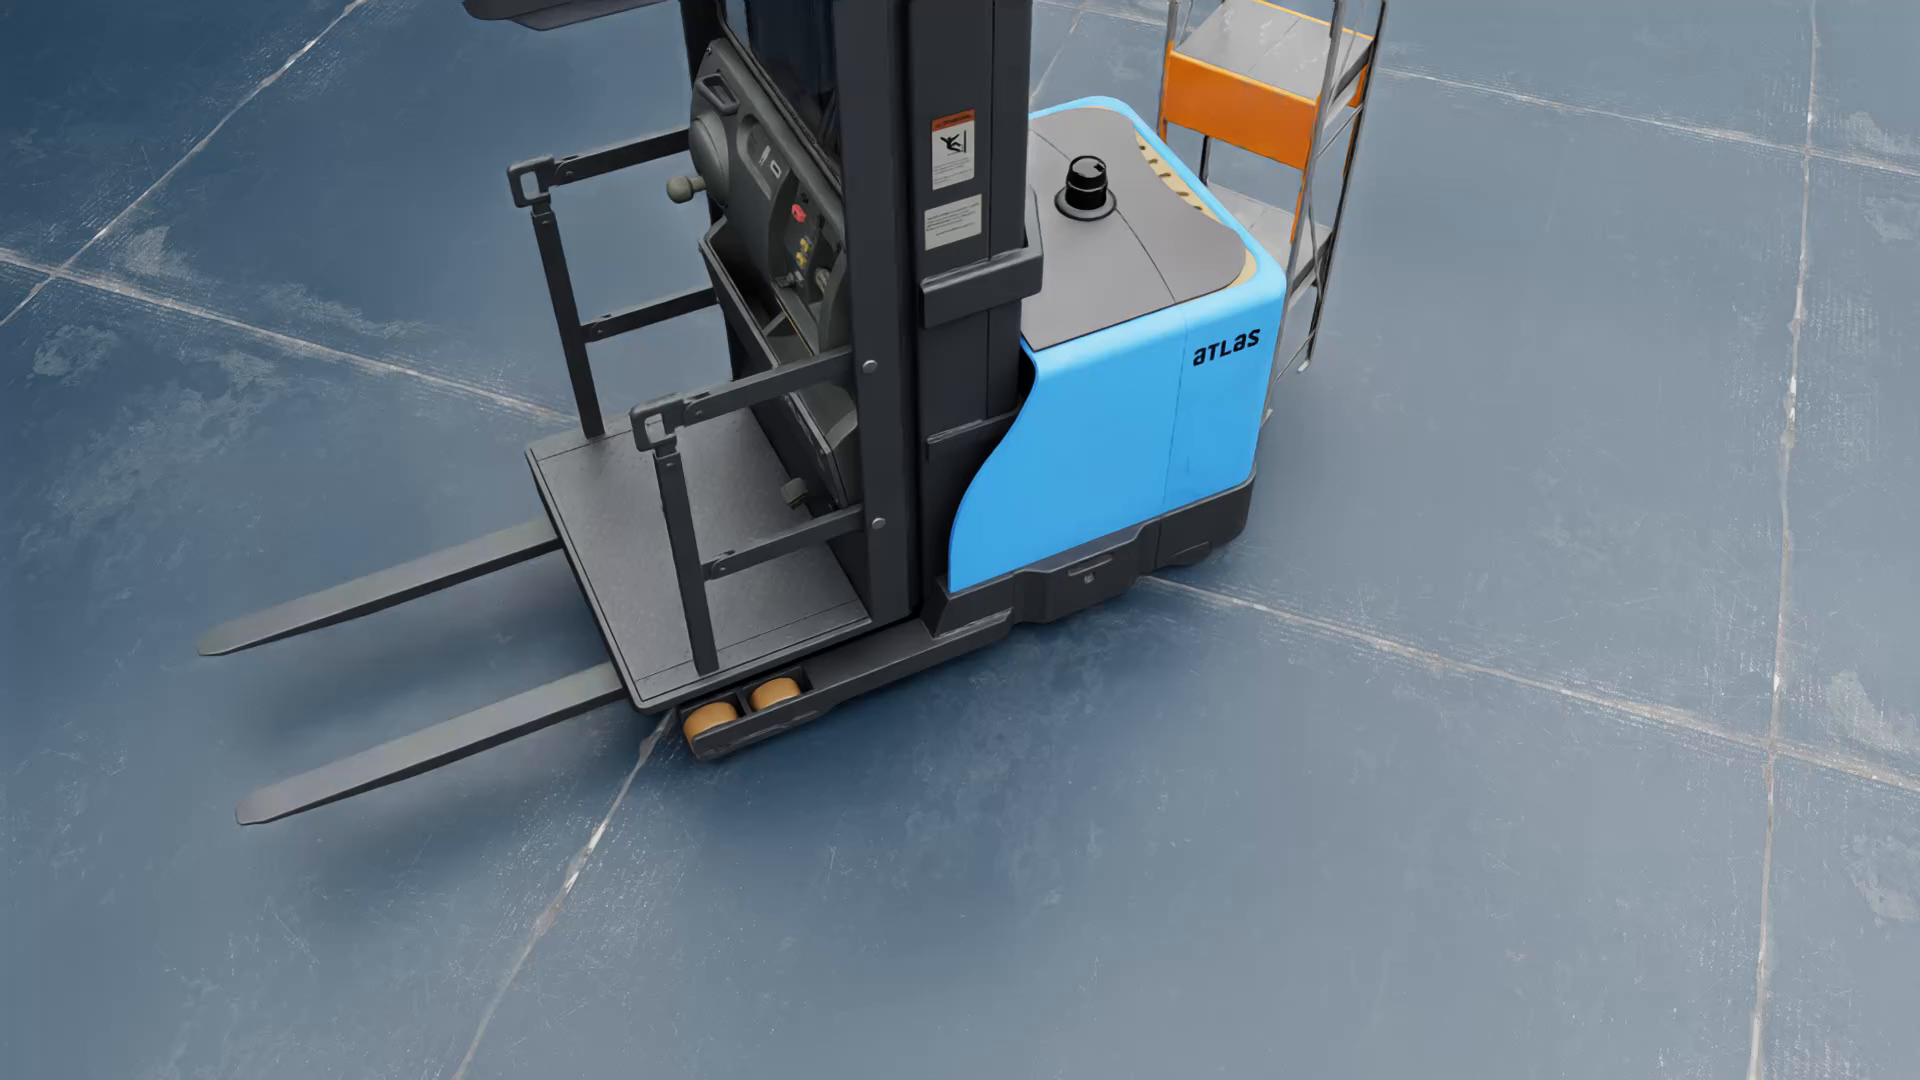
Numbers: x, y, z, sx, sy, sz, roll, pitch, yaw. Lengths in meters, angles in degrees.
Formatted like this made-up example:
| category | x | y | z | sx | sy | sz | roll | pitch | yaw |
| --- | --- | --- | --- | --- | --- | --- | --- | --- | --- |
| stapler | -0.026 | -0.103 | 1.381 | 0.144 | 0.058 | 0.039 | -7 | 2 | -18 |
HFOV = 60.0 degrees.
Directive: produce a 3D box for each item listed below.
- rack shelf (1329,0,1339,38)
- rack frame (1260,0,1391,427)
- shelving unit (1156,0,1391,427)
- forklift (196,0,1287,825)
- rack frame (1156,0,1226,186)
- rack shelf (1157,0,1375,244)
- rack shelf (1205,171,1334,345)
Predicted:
| category | x | y | z | sx | sy | sz | roll | pitch | yaw |
| --- | --- | --- | --- | --- | --- | --- | --- | --- | --- |
| rack shelf | 0.910 | -1.746 | 4.465 | 0.480 | 0.518 | 0.431 | 26 | 54 | 21 |
| rack frame | 1.113 | -1.195 | 4.896 | 0.015 | 2.100 | 0.400 | 26 | 54 | 21 |
| shelving unit | 0.910 | -1.296 | 4.984 | 0.503 | 2.100 | 0.431 | 26 | 54 | 21 |
| forklift | -0.657 | -0.802 | 4.005 | 3.031 | 2.935 | 1.130 | -20 | 52 | -17 |
| rack frame | 0.706 | -1.397 | 5.072 | 0.015 | 2.100 | 0.400 | 26 | 54 | 21 |
| rack shelf | 0.910 | -1.287 | 4.994 | 0.480 | 0.518 | 0.431 | 26 | 54 | 21 |
| rack shelf | 0.910 | -0.829 | 5.523 | 0.480 | 0.518 | 0.431 | 26 | 54 | 21 |
